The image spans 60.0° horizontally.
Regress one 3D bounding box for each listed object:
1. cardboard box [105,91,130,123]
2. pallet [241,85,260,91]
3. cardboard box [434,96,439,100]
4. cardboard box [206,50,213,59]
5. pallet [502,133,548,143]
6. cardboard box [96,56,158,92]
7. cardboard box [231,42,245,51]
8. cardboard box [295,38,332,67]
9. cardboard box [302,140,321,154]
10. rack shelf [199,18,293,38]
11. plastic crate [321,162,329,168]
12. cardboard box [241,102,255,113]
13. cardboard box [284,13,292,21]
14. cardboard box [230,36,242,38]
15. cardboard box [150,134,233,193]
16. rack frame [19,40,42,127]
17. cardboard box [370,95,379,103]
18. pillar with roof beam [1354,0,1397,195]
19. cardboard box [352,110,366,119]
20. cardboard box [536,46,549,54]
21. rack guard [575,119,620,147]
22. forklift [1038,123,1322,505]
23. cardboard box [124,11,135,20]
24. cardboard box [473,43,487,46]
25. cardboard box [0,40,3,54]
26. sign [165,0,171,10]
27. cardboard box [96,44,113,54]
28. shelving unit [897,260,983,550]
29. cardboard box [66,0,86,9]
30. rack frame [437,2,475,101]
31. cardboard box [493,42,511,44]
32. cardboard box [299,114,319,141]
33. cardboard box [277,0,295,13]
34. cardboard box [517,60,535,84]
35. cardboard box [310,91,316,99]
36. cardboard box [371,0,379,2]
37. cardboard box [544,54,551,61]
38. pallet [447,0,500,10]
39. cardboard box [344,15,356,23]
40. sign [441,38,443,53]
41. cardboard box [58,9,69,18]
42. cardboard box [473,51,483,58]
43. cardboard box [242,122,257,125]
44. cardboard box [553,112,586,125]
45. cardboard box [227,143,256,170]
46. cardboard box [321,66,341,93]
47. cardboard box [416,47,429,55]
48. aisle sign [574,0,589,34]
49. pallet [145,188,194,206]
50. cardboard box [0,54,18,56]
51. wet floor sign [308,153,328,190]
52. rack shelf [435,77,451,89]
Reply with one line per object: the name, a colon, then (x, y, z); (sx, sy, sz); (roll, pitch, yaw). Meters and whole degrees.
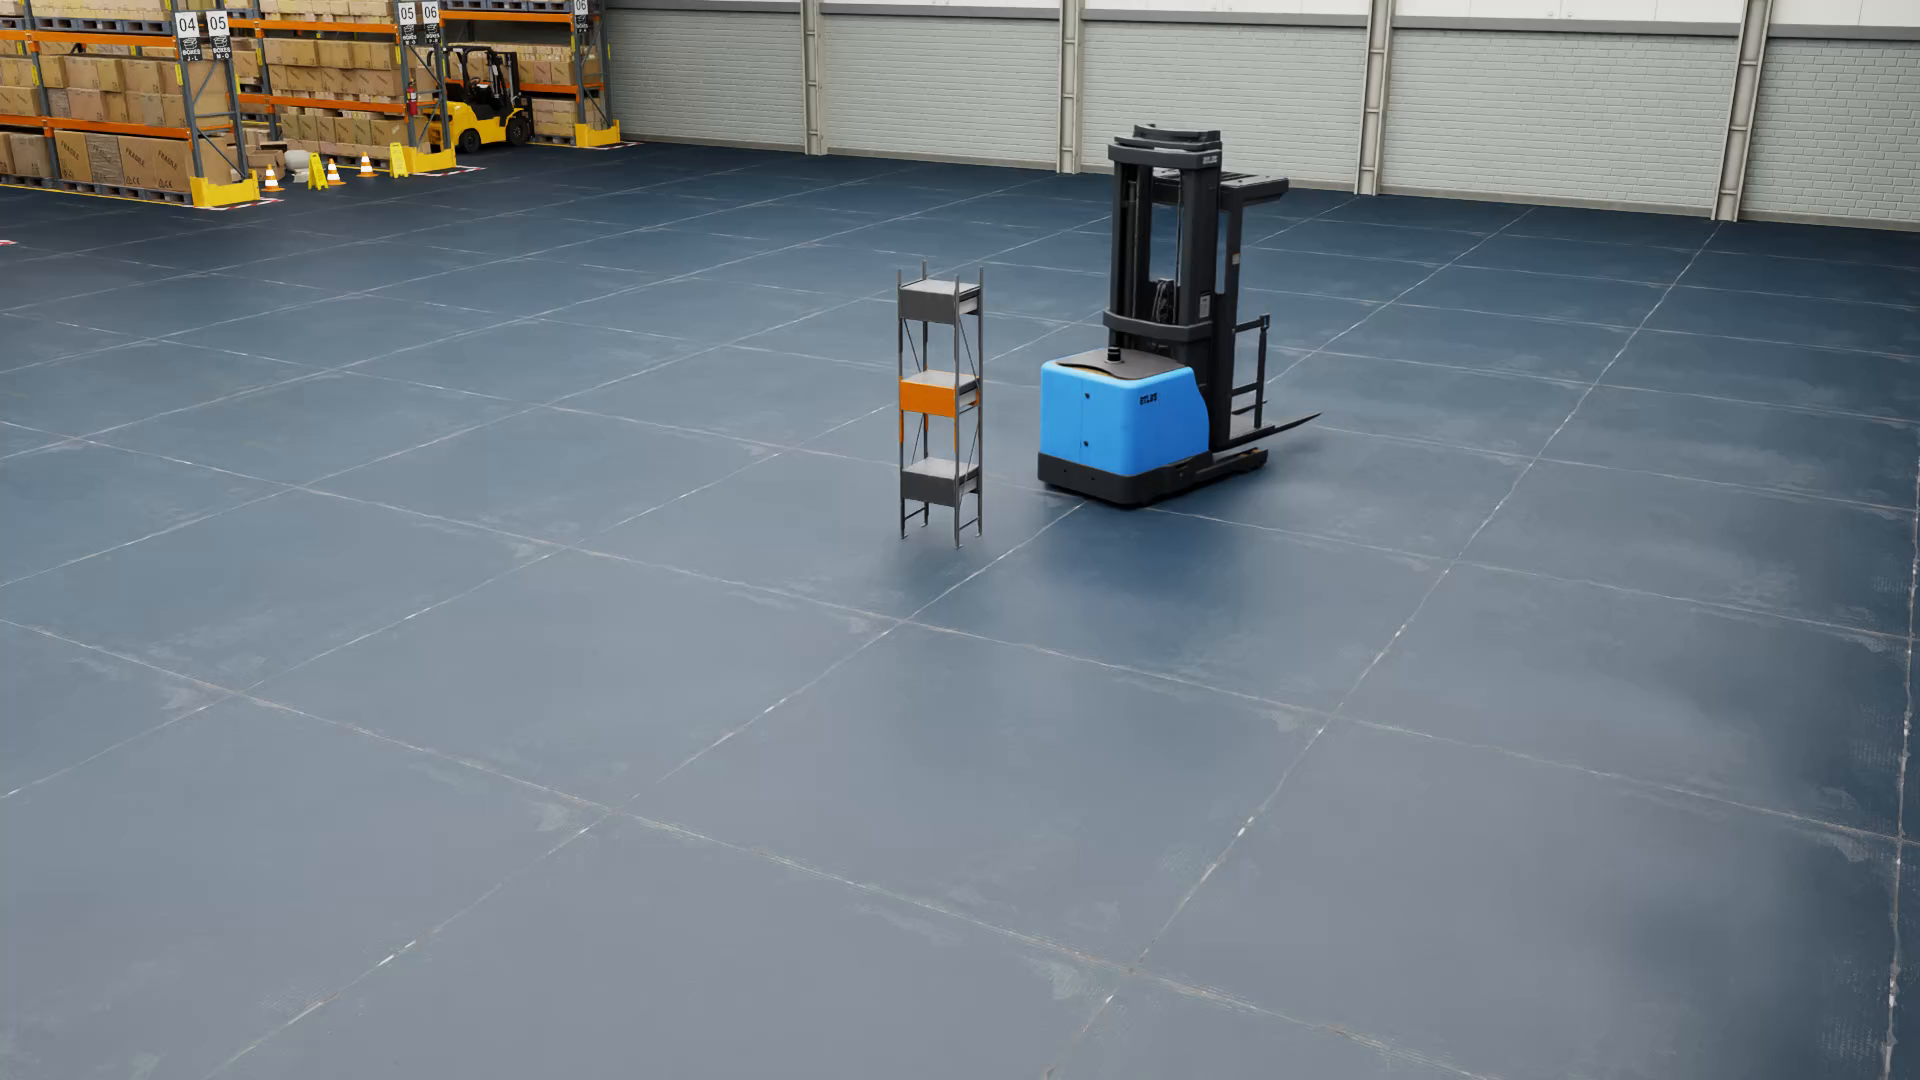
cardboard box: (-14.640, -7.756, 29.627); (0.500, 0.550, 0.875); (11, 23, 27)
pallet: (-15.802, -9.759, 35.652); (1.213, 0.211, 1.003); (11, 23, 27)
cardboard box: (-12.102, -10.144, 39.298); (0.625, 0.625, 0.875); (12, 23, 30)
cardboard box: (-15.455, -10.064, 35.011); (0.500, 0.500, 0.500); (12, 23, 29)
pallet: (-9.898, -9.321, 38.253); (1.213, 0.211, 1.003); (11, 23, 27)
cardboard box: (-14.671, -8.244, 29.390); (0.500, 0.550, 0.875); (11, 23, 27)
cardboard box: (-15.180, -10.311, 34.741); (0.250, 0.149, 0.380); (10, 22, 26)
cardboard box: (-12.920, -9.837, 33.537); (0.500, 0.500, 0.700); (10, 22, 26)
cardboard box: (-13.203, -8.142, 34.329); (0.500, 0.250, 0.500); (12, 23, 30)
rack shelf: (-15.804, -10.906, 35.187); (4.000, 0.370, 1.077); (11, 23, 27)
plastic crate: (-13.088, -7.624, 33.764); (0.583, 0.080, 0.402); (3, 20, 9)
cardboard box: (-17.843, -11.099, 42.114); (0.500, 0.500, 0.500); (10, 22, 27)
cardboard box: (-13.434, -10.600, 33.657); (0.250, 0.149, 0.380); (11, 23, 27)
cardboard box: (-18.312, -12.407, 41.908); (0.500, 0.500, 0.700); (11, 23, 29)
cardboard box: (-13.516, -6.637, 29.264); (0.875, 0.875, 0.875); (11, 23, 28)
rack frame: (-21.043, -10.832, 38.327); (0.127, 3.000, 1.000); (11, 23, 27)
cardboard box: (-11.486, -8.775, 33.024); (0.250, 0.149, 0.380); (10, 22, 26)
pillar with roof beam: (5.298, -9.244, 25.151); (0.400, 9.000, 9.100); (11, 23, 27)
cardboard box: (-11.964, -8.538, 33.368); (0.250, 0.149, 0.380); (11, 23, 28)
cardboard box: (-9.218, -10.934, 37.074); (0.250, 0.149, 0.380); (11, 23, 28)
rack guard: (-8.128, -9.135, 37.316); (0.348, 0.500, 1.175); (11, 23, 27)
forklift: (2.059, -2.073, 14.281); (3.031, 2.935, 1.130); (-19, 27, -41)
cardboard box: (-14.012, -8.963, 28.383); (0.250, 0.149, 0.380); (11, 23, 28)
cardboard box: (-10.833, -11.200, 37.809); (0.250, 0.149, 0.380); (11, 23, 28)
cardboard box: (-22.028, -11.432, 38.368); (0.500, 0.500, 0.500); (10, 22, 27)
sign: (-13.169, -8.975, 27.629); (0.005, 0.325, 0.100); (11, 23, 27)
cardboard box: (-18.581, -10.774, 36.556); (0.500, 0.500, 0.500); (11, 23, 28)
shelving unit: (-0.145, -1.015, 12.583); (0.503, 2.100, 0.431); (11, 23, 27)
cardboard box: (-15.212, -9.403, 29.010); (0.500, 0.250, 0.500); (11, 22, 27)
rack frame: (-11.641, -10.980, 38.735); (0.127, 3.000, 1.000); (11, 23, 27)
cardboard box: (-10.529, -11.391, 38.335); (0.250, 0.149, 0.380); (10, 22, 26)
cardboard box: (-13.202, -8.495, 34.201); (0.500, 0.500, 0.500); (12, 23, 29)
cardboard box: (-13.353, -10.743, 33.467); (0.500, 0.250, 0.500); (11, 22, 27)
cardboard box: (-9.603, -10.539, 37.374); (0.500, 0.500, 0.500); (10, 22, 26)
cardboard box: (-13.000, -9.087, 33.886); (0.250, 0.149, 0.380); (11, 23, 27)
cardboard box: (-11.212, -10.526, 32.283); (0.250, 0.149, 0.380); (11, 23, 28)
cardboard box: (-9.023, -10.736, 36.964); (0.250, 0.149, 0.380); (11, 23, 28)
pallet: (-10.884, -12.214, 37.868); (1.213, 0.211, 1.003); (11, 23, 27)
cardboard box: (-11.892, -10.279, 32.774); (0.250, 0.149, 0.380); (11, 22, 27)
sign: (-11.897, -11.323, 38.101); (0.005, 0.325, 0.100); (11, 23, 27)
cardboard box: (-15.570, -9.259, 29.199); (0.250, 0.149, 0.380); (10, 22, 26)
cardboard box: (-10.844, -11.059, 37.857); (0.250, 0.149, 0.380); (11, 23, 28)
cardboard box: (-15.755, -8.784, 35.918); (0.625, 0.372, 0.950); (12, 23, 29)
cardboard box: (-8.726, -9.442, 37.179); (0.500, 0.250, 0.500); (10, 22, 27)
cardboard box: (-14.155, -7.418, 32.377); (0.503, 0.637, 0.797); (11, 23, 27)
cardboard box: (-12.478, -9.290, 33.494); (0.500, 0.500, 0.500); (11, 23, 28)
cardboard box: (-12.470, -11.416, 38.840); (0.250, 0.149, 0.380); (11, 23, 27)
aisle sign: (-8.235, -11.438, 36.186); (0.004, 0.787, 0.394); (11, 23, 27)
pallet: (-13.628, -6.144, 29.494); (1.213, 0.211, 1.003); (11, 23, 27)
cardboard box: (-18.152, -8.862, 31.284); (0.500, 0.500, 0.700); (11, 22, 27)
wet floor sign: (-11.901, -6.823, 30.730); (0.232, 0.644, 0.267); (7, 21, 18)
rack shelf: (-13.387, -10.974, 39.774); (4.000, 0.370, 1.077); (11, 23, 27)
